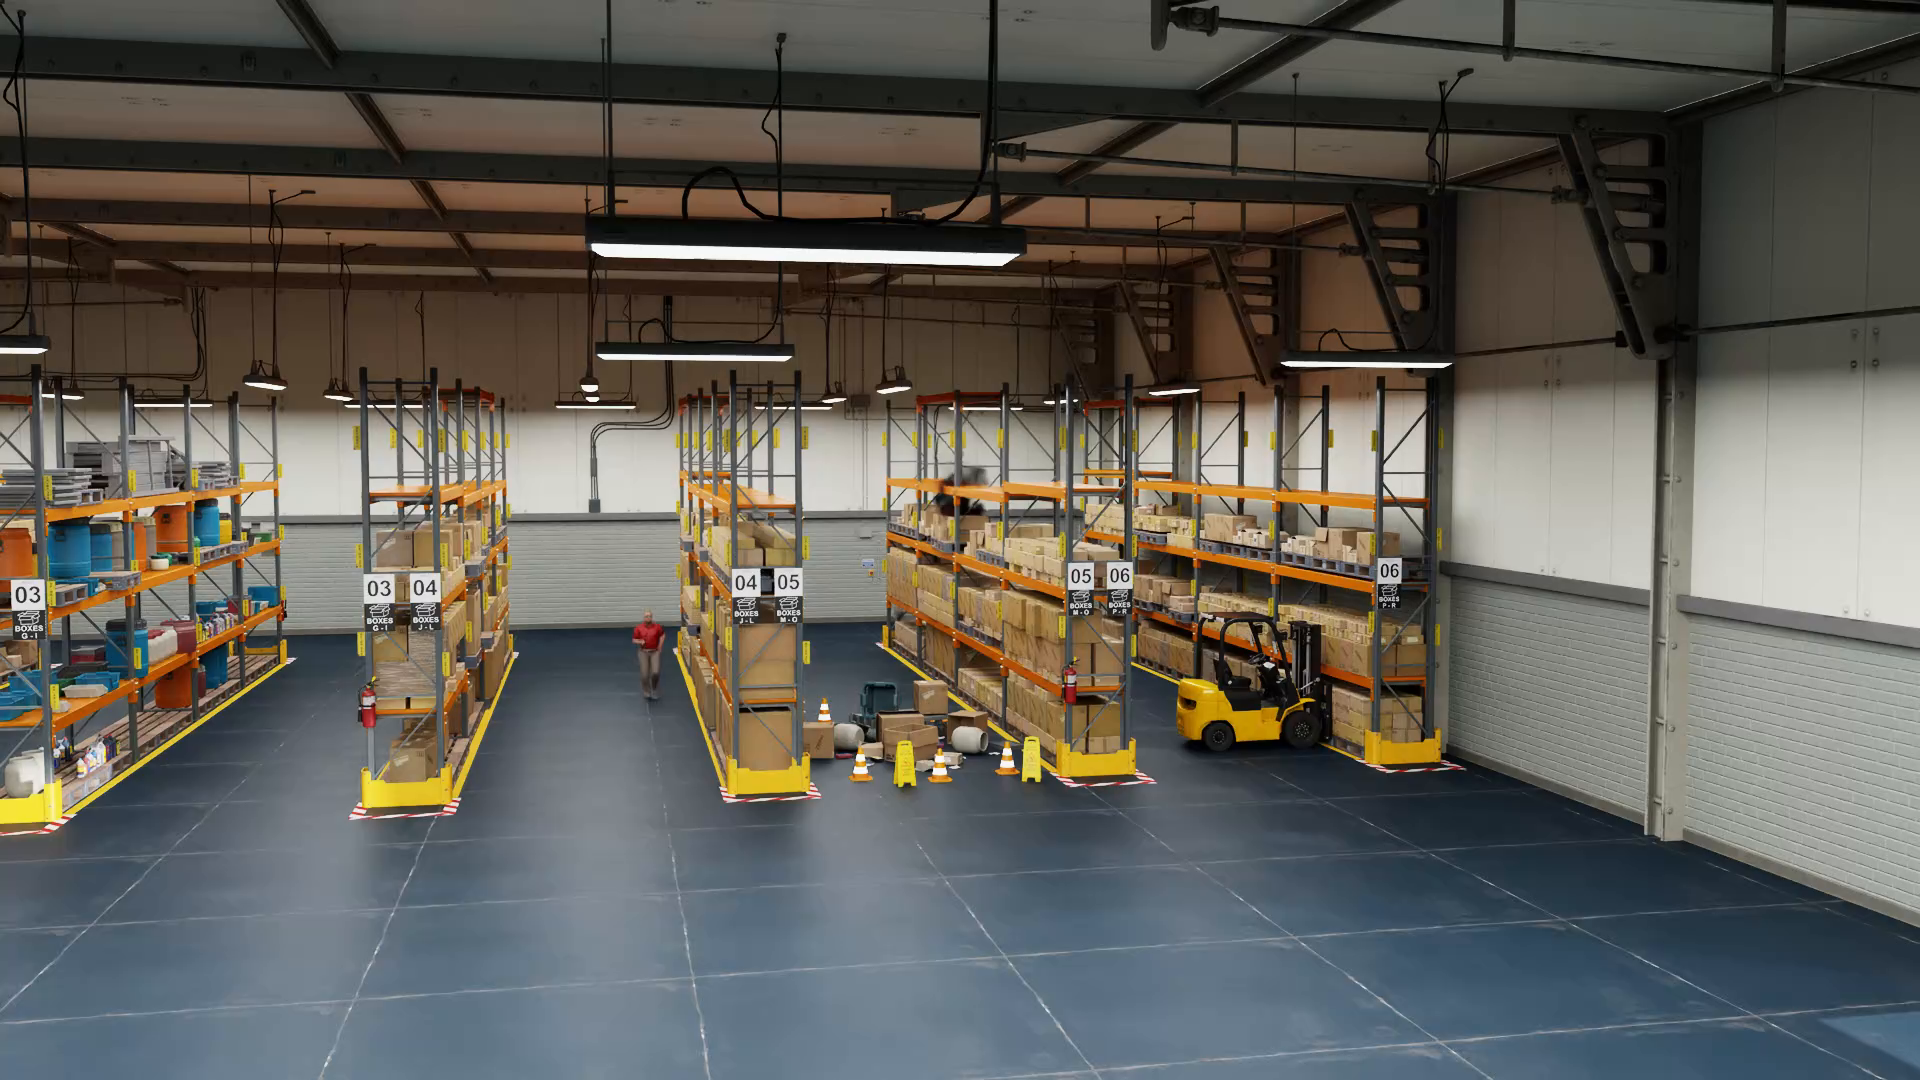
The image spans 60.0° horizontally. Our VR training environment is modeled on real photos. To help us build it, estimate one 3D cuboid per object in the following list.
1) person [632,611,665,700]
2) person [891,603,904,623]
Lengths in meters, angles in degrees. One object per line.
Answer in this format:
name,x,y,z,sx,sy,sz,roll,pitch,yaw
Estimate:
person,-5.994,2.251,32.103,0.644,1.733,0.660,-1,4,-14
person,-1.574,1.747,41.824,0.509,1.542,0.591,1,3,13
